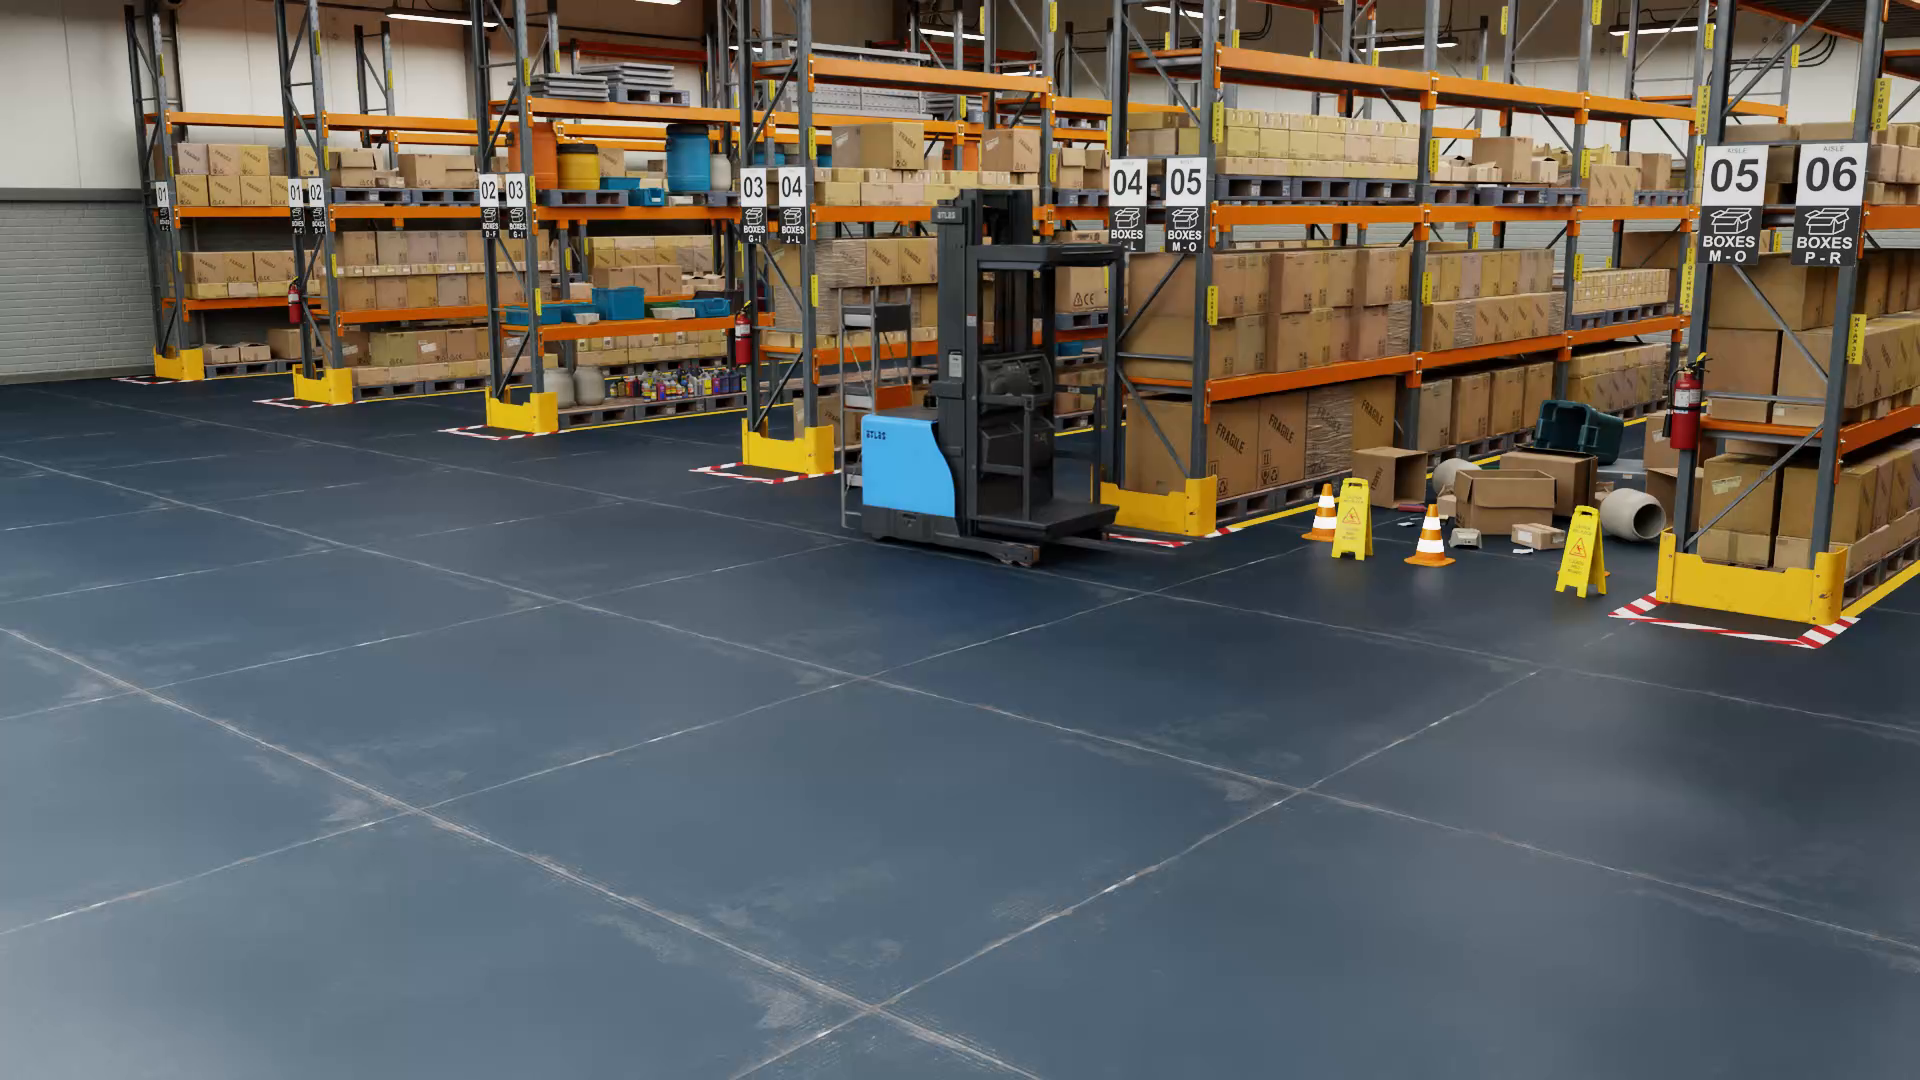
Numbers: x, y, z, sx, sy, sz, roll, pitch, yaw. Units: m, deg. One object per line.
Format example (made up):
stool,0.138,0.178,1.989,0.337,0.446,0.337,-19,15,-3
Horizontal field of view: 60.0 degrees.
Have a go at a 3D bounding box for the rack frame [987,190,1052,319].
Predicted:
rack frame,0.709,-2.843,20.789,1.000,3.000,0.127,10,15,40

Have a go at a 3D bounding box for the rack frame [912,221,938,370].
rack frame,-0.371,-4.072,26.942,1.000,3.000,0.127,10,15,40

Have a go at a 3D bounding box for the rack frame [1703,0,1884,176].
rack frame,5.513,-3.916,10.840,1.000,3.000,0.127,10,15,40

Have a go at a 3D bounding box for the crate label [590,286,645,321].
crate label,-4.640,-3.218,22.576,0.502,0.435,0.616,10,15,40

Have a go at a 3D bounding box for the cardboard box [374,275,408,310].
cardboard box,-8.709,-3.730,24.974,0.700,0.500,0.500,10,15,42

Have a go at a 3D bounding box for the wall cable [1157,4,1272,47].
wall cable,5.827,-12.692,38.204,3.097,2.526,0.112,10,15,40

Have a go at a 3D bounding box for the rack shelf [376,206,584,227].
rack shelf,-9.133,-6.177,31.658,1.077,0.370,4.000,10,15,40

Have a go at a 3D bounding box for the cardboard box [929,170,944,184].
cardboard box,-0.399,-4.128,18.929,0.380,0.149,0.250,9,14,38

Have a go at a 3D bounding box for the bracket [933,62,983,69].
bracket,0.316,-12.023,42.243,0.076,0.066,3.189,10,15,40

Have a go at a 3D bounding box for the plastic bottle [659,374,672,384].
plastic bottle,-4.133,-2.193,23.363,0.152,0.276,0.135,10,15,40

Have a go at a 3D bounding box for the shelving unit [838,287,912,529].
shelving unit,-0.735,-1.154,14.627,0.431,2.100,0.503,9,14,37

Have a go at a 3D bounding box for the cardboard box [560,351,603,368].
cardboard box,-6.277,-3.010,27.569,0.500,0.250,0.500,9,15,39

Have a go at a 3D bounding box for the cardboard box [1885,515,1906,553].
cardboard box,6.946,-0.070,12.852,0.500,0.250,0.500,-11,16,-44

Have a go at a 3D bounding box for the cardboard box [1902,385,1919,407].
cardboard box,7.168,-1.126,12.832,0.380,0.149,0.250,10,15,41

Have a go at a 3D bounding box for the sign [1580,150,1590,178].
sign,7.420,-4.466,19.733,0.100,0.325,0.005,10,15,40

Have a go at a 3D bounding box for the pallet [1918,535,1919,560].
pallet,7.736,-0.091,14.129,1.003,0.211,1.213,10,15,40

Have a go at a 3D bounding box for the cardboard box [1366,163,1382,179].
cardboard box,3.863,-3.582,16.143,0.380,0.149,0.250,10,15,41

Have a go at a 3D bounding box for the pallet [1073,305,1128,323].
pallet,2.074,-3.041,22.269,1.003,0.211,1.213,10,15,40

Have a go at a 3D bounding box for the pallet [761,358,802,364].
pallet,-3.568,-3.451,30.949,1.003,0.211,1.213,10,15,40

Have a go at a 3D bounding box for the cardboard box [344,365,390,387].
cardboard box,-8.849,-2.444,24.737,0.500,0.250,0.500,10,15,40

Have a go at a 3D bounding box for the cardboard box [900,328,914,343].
cardboard box,-0.744,-2.328,18.848,0.380,0.149,0.250,10,15,40

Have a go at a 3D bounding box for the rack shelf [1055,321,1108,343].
rack shelf,2.029,-2.785,22.333,1.077,0.370,4.000,10,15,40

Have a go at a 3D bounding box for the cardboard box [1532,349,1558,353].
cardboard box,7.588,-2.334,21.633,0.500,0.250,0.500,10,15,41

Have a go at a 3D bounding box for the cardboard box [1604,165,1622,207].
cardboard box,7.910,-4.420,20.768,0.500,0.500,0.500,10,15,40

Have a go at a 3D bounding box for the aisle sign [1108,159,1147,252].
aisle sign,1.456,-2.902,14.445,0.394,0.787,0.004,10,15,40

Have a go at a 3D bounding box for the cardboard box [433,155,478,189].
cardboard box,-7.912,-5.695,25.714,0.637,0.503,0.797,-10,15,-41

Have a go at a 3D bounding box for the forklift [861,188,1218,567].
forklift,0.626,-1.342,13.447,3.031,2.935,1.130,9,14,37

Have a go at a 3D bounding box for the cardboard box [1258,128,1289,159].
cardboard box,2.573,-3.510,14.762,0.500,0.250,0.500,10,15,40

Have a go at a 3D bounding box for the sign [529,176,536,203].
sign,-5.241,-4.299,20.395,0.100,0.325,0.005,10,15,40

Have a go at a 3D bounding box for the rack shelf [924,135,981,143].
rack shelf,-0.129,-8.184,34.054,1.077,0.370,4.000,10,15,40

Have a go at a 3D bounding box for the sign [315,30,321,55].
sign,-8.957,-6.941,23.199,0.100,0.325,0.005,10,15,40

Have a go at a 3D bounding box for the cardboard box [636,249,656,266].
cardboard box,-6.619,-5.745,34.250,0.500,0.500,0.500,10,15,40

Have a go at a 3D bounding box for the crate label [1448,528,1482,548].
crate label,4.242,-0.017,13.947,0.250,0.136,0.298,2,12,11

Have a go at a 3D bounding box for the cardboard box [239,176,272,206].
cardboard box,-11.964,-5.874,27.998,0.500,0.500,0.500,11,16,43

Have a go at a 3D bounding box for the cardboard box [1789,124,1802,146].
cardboard box,5.713,-2.833,11.685,0.380,0.149,0.250,10,15,41

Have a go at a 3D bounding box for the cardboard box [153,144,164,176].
cardboard box,-13.005,-6.293,27.545,0.500,0.500,0.500,11,15,43

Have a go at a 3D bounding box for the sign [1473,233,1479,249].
sign,9.029,-5.221,29.130,0.100,0.325,0.005,10,15,40

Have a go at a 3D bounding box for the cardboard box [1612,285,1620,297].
cardboard box,8.328,-3.239,21.580,0.380,0.149,0.250,10,15,40

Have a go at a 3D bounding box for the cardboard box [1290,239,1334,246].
cardboard box,5.575,-4.466,26.098,0.797,0.503,0.637,9,15,39

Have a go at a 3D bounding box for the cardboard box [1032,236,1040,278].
cardboard box,0.619,-3.427,20.142,0.500,0.500,0.500,10,15,40

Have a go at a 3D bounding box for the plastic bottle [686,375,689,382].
plastic bottle,-3.750,-2.150,23.129,0.061,0.283,0.133,10,15,40

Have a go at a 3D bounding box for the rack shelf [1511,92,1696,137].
rack shelf,8.329,-5.463,21.446,1.077,0.370,4.000,10,15,40

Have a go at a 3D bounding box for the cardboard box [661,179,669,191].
cardboard box,-5.065,-6.080,28.648,0.500,0.250,0.500,9,15,39

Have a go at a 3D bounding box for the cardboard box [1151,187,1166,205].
cardboard box,2.569,-4.579,22.205,0.500,0.250,0.500,10,15,42

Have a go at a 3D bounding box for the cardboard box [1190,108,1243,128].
cardboard box,2.187,-3.600,14.199,0.380,0.149,0.250,10,15,41

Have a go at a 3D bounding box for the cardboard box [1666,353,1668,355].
cardboard box,10.326,-2.710,24.809,0.380,0.149,0.250,9,14,38

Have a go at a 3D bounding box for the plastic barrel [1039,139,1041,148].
plastic barrel,1.258,-6.313,28.148,0.600,0.901,0.708,10,15,40

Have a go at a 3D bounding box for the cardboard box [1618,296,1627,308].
cardboard box,8.502,-3.132,21.801,0.380,0.149,0.250,9,14,39

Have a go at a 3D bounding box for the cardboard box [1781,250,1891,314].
cardboard box,6.995,-2.068,13.339,0.700,0.500,0.500,9,15,39

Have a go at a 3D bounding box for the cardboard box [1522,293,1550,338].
cardboard box,6.583,-2.651,19.568,0.500,0.500,0.500,10,15,40

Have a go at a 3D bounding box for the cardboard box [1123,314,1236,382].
cardboard box,1.939,-1.733,14.845,0.875,0.550,0.550,10,15,40

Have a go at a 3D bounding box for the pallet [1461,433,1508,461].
pallet,5.626,-1.123,19.297,1.003,0.211,1.213,10,15,40

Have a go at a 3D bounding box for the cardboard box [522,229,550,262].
cardboard box,-7.018,-4.744,26.736,0.700,0.500,0.500,10,15,41
